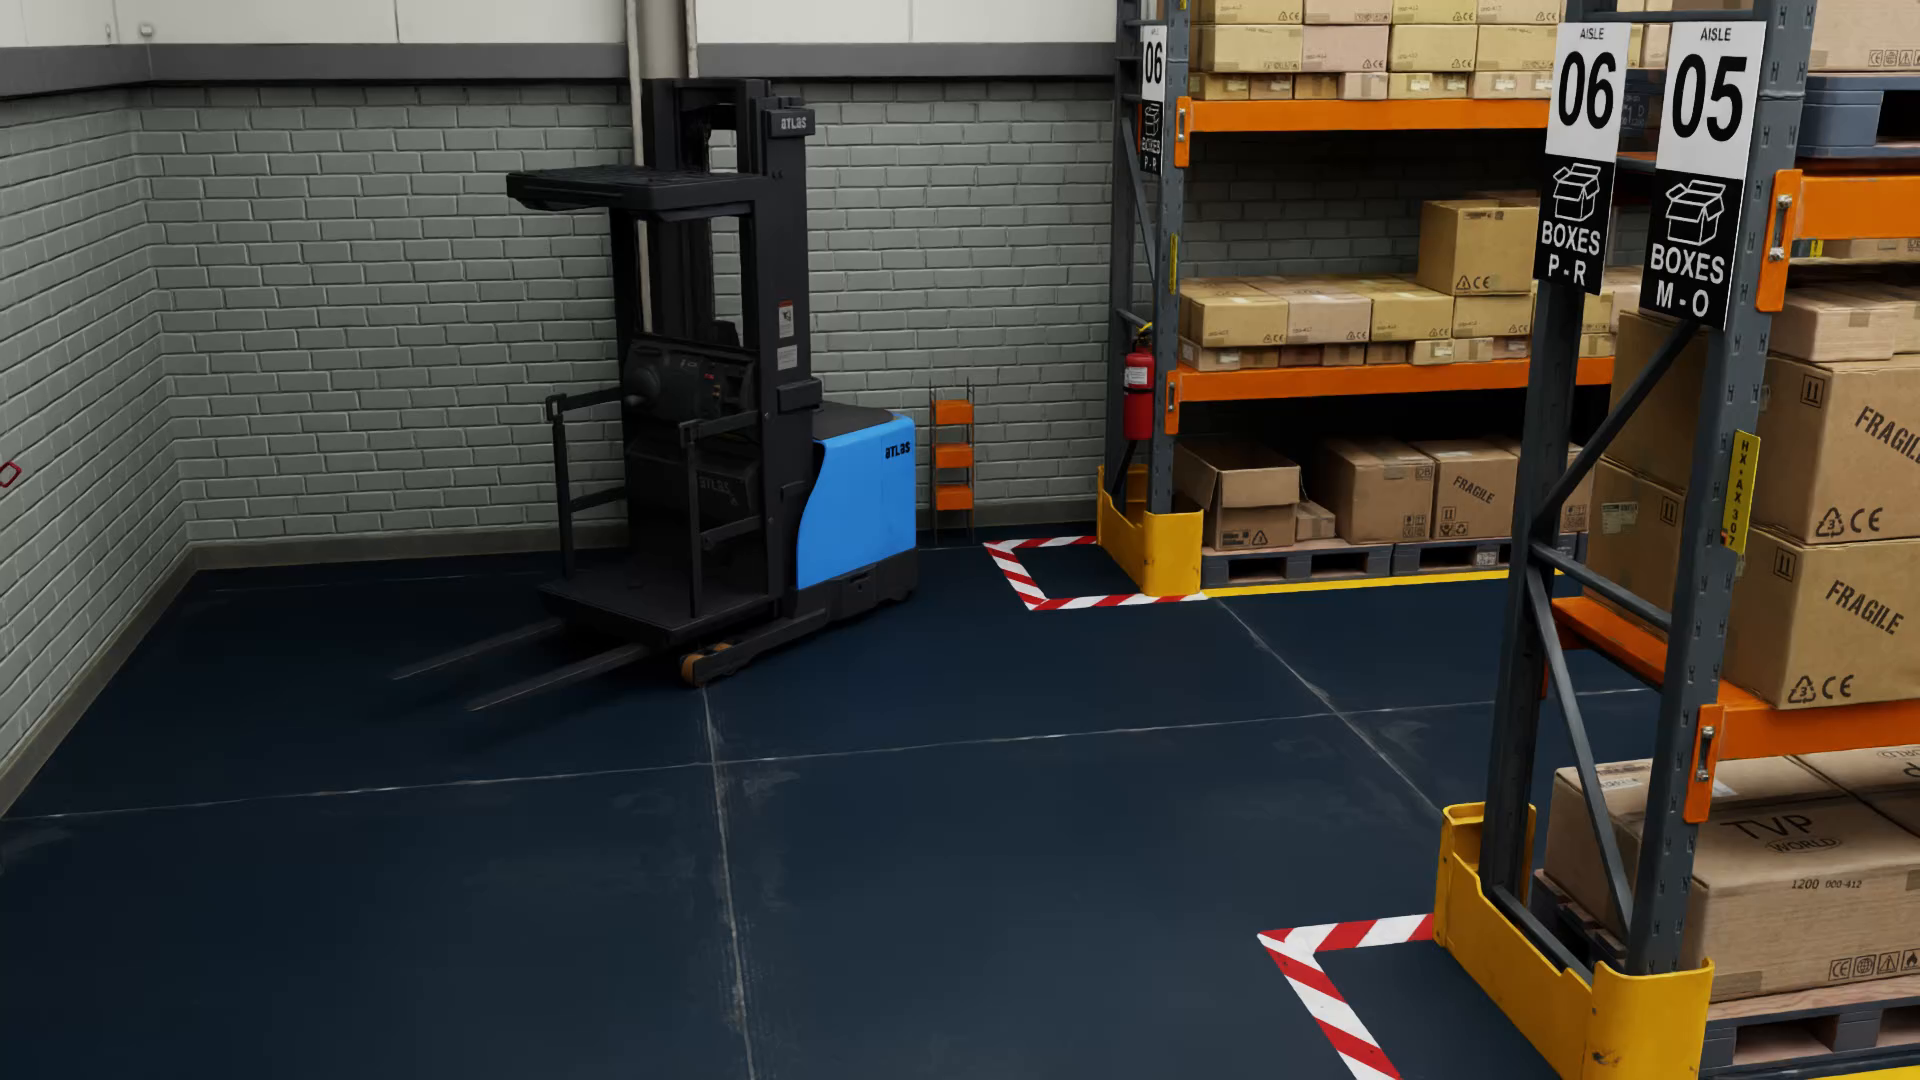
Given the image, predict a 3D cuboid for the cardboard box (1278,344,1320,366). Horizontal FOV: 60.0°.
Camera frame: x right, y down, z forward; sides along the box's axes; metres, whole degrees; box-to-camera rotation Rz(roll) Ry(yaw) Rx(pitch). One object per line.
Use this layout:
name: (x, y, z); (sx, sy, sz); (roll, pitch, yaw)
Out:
cardboard box: (1.942, -1.141, 9.846); (0.250, 0.149, 0.380); (-3, 17, -11)

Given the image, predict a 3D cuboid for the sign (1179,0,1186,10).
sign: (1.178, -2.965, 8.759); (0.005, 0.325, 0.100); (-3, 17, -10)

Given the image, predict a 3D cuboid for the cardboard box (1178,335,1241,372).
cardboard box: (1.449, -1.089, 9.676); (0.250, 0.149, 0.380); (-3, 17, -11)

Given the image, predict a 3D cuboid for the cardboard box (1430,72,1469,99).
cardboard box: (2.690, -2.598, 9.481); (0.250, 0.149, 0.380); (-3, 17, -11)

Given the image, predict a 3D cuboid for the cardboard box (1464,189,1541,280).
cardboard box: (3.489, -1.915, 10.410); (0.500, 0.500, 0.500); (-4, 17, -12)

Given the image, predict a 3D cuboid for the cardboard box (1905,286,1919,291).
cardboard box: (2.942, -0.631, 4.781); (0.250, 0.149, 0.380); (-3, 17, -9)

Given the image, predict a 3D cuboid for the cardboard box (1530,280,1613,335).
cardboard box: (3.567, -1.408, 10.037); (0.500, 0.250, 0.500); (-3, 17, -11)

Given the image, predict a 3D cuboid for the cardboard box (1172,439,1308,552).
cardboard box: (1.693, -0.284, 10.164); (0.637, 0.503, 0.797); (-4, 18, -13)

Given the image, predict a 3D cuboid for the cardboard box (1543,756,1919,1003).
cardboard box: (2.649, 1.119, 5.707); (0.875, 0.438, 0.875); (-4, 17, -12)

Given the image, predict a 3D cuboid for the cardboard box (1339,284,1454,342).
cardboard box: (2.563, -1.345, 9.831); (0.500, 0.250, 0.500); (-4, 17, -11)

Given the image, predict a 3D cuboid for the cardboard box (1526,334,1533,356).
cardboard box: (3.452, -1.228, 10.130); (0.250, 0.149, 0.380); (-3, 17, -10)

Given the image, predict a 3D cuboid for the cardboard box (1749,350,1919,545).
cardboard box: (2.545, -0.309, 4.837); (0.500, 0.500, 0.500); (-4, 17, -12)

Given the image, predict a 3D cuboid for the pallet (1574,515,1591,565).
pallet: (4.327, -0.121, 10.848); (1.213, 0.211, 1.003); (-3, 17, -10)

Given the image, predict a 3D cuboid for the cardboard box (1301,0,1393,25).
cardboard box: (2.061, -2.988, 9.221); (0.500, 0.250, 0.500); (-3, 17, -11)

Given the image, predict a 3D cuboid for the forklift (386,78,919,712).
forklift: (-1.543, -0.823, 8.501); (1.130, 2.935, 3.031); (13, 21, 36)

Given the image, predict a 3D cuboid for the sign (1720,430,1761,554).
sign: (2.119, -0.130, 4.518); (0.005, 0.325, 0.100); (-3, 17, -10)

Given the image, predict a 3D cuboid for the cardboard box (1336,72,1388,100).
cardboard box: (2.203, -2.550, 9.324); (0.250, 0.149, 0.380); (-3, 17, -9)

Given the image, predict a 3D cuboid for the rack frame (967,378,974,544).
rack frame: (0.067, -0.506, 10.670); (0.008, 1.050, 0.200); (-3, 17, -10)

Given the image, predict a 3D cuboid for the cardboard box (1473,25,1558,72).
cardboard box: (3.065, -2.815, 9.507); (0.500, 0.250, 0.500); (-4, 17, -11)

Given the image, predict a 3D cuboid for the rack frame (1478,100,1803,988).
rack frame: (2.020, 0.161, 5.179); (0.127, 3.000, 1.000); (-3, 17, -10)

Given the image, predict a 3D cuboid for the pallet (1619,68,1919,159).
pallet: (2.746, -1.275, 4.896); (1.213, 0.211, 1.003); (-3, 17, -10)

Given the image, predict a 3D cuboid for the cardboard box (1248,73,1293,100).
cardboard box: (1.684, -2.556, 9.345); (0.250, 0.149, 0.380); (-3, 17, -9)

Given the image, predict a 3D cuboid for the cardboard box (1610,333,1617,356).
cardboard box: (3.972, -1.233, 10.145); (0.250, 0.149, 0.380); (-3, 17, -9)

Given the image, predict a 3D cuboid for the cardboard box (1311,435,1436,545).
cardboard box: (2.540, -0.319, 10.283); (0.500, 0.500, 0.700); (-3, 17, -8)

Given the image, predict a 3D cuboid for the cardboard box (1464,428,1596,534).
cardboard box: (3.559, -0.377, 10.471); (0.500, 0.500, 0.700); (-4, 18, -13)

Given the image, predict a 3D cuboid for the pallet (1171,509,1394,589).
pallet: (1.932, 0.014, 10.406); (1.213, 0.211, 1.003); (-3, 17, -10)

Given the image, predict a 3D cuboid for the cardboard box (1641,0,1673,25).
cardboard box: (4.055, -3.108, 9.609); (0.500, 0.250, 0.500); (-4, 17, -11)

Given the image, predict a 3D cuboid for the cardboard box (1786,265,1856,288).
cardboard box: (2.579, -0.774, 5.244); (0.250, 0.149, 0.380); (-3, 17, -9)

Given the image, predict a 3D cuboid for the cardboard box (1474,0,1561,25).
cardboard box: (3.050, -3.052, 9.427); (0.500, 0.250, 0.500); (-3, 17, -9)

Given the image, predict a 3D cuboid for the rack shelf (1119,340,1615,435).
rack shelf: (3.038, -1.037, 10.305); (4.000, 0.370, 1.077); (-3, 17, -10)

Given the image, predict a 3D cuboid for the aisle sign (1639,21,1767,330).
aisle sign: (2.004, -0.994, 4.512); (0.004, 0.787, 0.394); (-3, 17, -10)

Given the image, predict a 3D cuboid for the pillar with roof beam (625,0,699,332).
pillar with roof beam: (-0.927, -3.006, 5.273); (0.400, 9.000, 9.100); (-3, 17, -10)

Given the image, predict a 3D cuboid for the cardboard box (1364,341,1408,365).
cardboard box: (2.461, -1.154, 9.888); (0.250, 0.149, 0.380); (-3, 17, -10)

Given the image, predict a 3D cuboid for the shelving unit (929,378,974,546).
shelving unit: (-0.053, -0.499, 10.648); (0.252, 1.050, 0.215); (-3, 17, -10)

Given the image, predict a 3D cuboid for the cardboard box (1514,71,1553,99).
cardboard box: (3.199, -2.607, 9.510); (0.250, 0.149, 0.380); (-3, 17, -9)

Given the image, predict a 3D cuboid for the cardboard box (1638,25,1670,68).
cardboard box: (4.067, -2.866, 9.674); (0.500, 0.250, 0.500); (-4, 17, -12)

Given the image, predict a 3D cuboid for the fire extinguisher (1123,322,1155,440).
fire extinguisher: (1.018, -0.913, 9.443); (0.183, 0.674, 0.296); (-3, 17, -10)

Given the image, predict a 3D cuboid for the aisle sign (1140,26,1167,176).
aisle sign: (1.063, -2.424, 9.167); (0.004, 0.787, 0.394); (-3, 17, -10)

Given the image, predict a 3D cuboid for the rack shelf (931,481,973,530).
rack shelf: (-0.053, -0.223, 10.733); (0.240, 0.259, 0.215); (-3, 17, -10)

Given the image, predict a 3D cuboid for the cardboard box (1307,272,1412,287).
cardboard box: (2.469, -1.497, 10.326); (0.500, 0.250, 0.500); (-3, 17, -9)

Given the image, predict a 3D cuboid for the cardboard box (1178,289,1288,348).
cardboard box: (1.571, -1.288, 9.645); (0.500, 0.250, 0.500); (-3, 17, -10)

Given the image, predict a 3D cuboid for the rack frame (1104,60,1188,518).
rack frame: (1.074, -1.270, 9.837); (0.127, 3.000, 1.000); (-3, 17, -10)

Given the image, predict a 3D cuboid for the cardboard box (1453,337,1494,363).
cardboard box: (2.978, -1.167, 9.930); (0.250, 0.149, 0.380); (-3, 17, -9)

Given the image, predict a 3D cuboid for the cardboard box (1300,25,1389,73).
cardboard box: (2.057, -2.754, 9.310); (0.500, 0.250, 0.500); (-3, 17, -9)

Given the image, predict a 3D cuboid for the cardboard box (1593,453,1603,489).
cardboard box: (4.308, -0.439, 10.998); (0.500, 0.311, 0.500); (-3, 17, -8)

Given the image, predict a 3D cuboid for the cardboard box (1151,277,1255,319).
cardboard box: (1.476, -1.442, 10.148); (0.500, 0.250, 0.500); (-3, 17, -9)

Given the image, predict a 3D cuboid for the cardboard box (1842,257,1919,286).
cardboard box: (3.071, -0.814, 5.377); (0.250, 0.149, 0.380); (-3, 17, -9)

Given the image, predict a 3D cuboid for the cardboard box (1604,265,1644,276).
cardboard box: (4.464, -1.613, 10.704); (0.500, 0.250, 0.500); (-3, 17, -11)

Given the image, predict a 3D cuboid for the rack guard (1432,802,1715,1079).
rack guard: (1.996, 1.357, 5.542); (0.348, 0.500, 1.175); (-3, 17, -10)

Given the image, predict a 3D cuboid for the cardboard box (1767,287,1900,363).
cardboard box: (2.421, -0.615, 4.727); (0.250, 0.149, 0.380); (-3, 17, -9)

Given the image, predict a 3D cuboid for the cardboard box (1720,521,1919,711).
cardboard box: (2.545, 0.169, 4.982); (0.500, 0.500, 0.500); (-3, 17, -11)

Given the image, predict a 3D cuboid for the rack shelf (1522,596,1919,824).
rack shelf: (3.983, 0.393, 5.647); (4.000, 0.370, 1.077); (-3, 17, -10)
